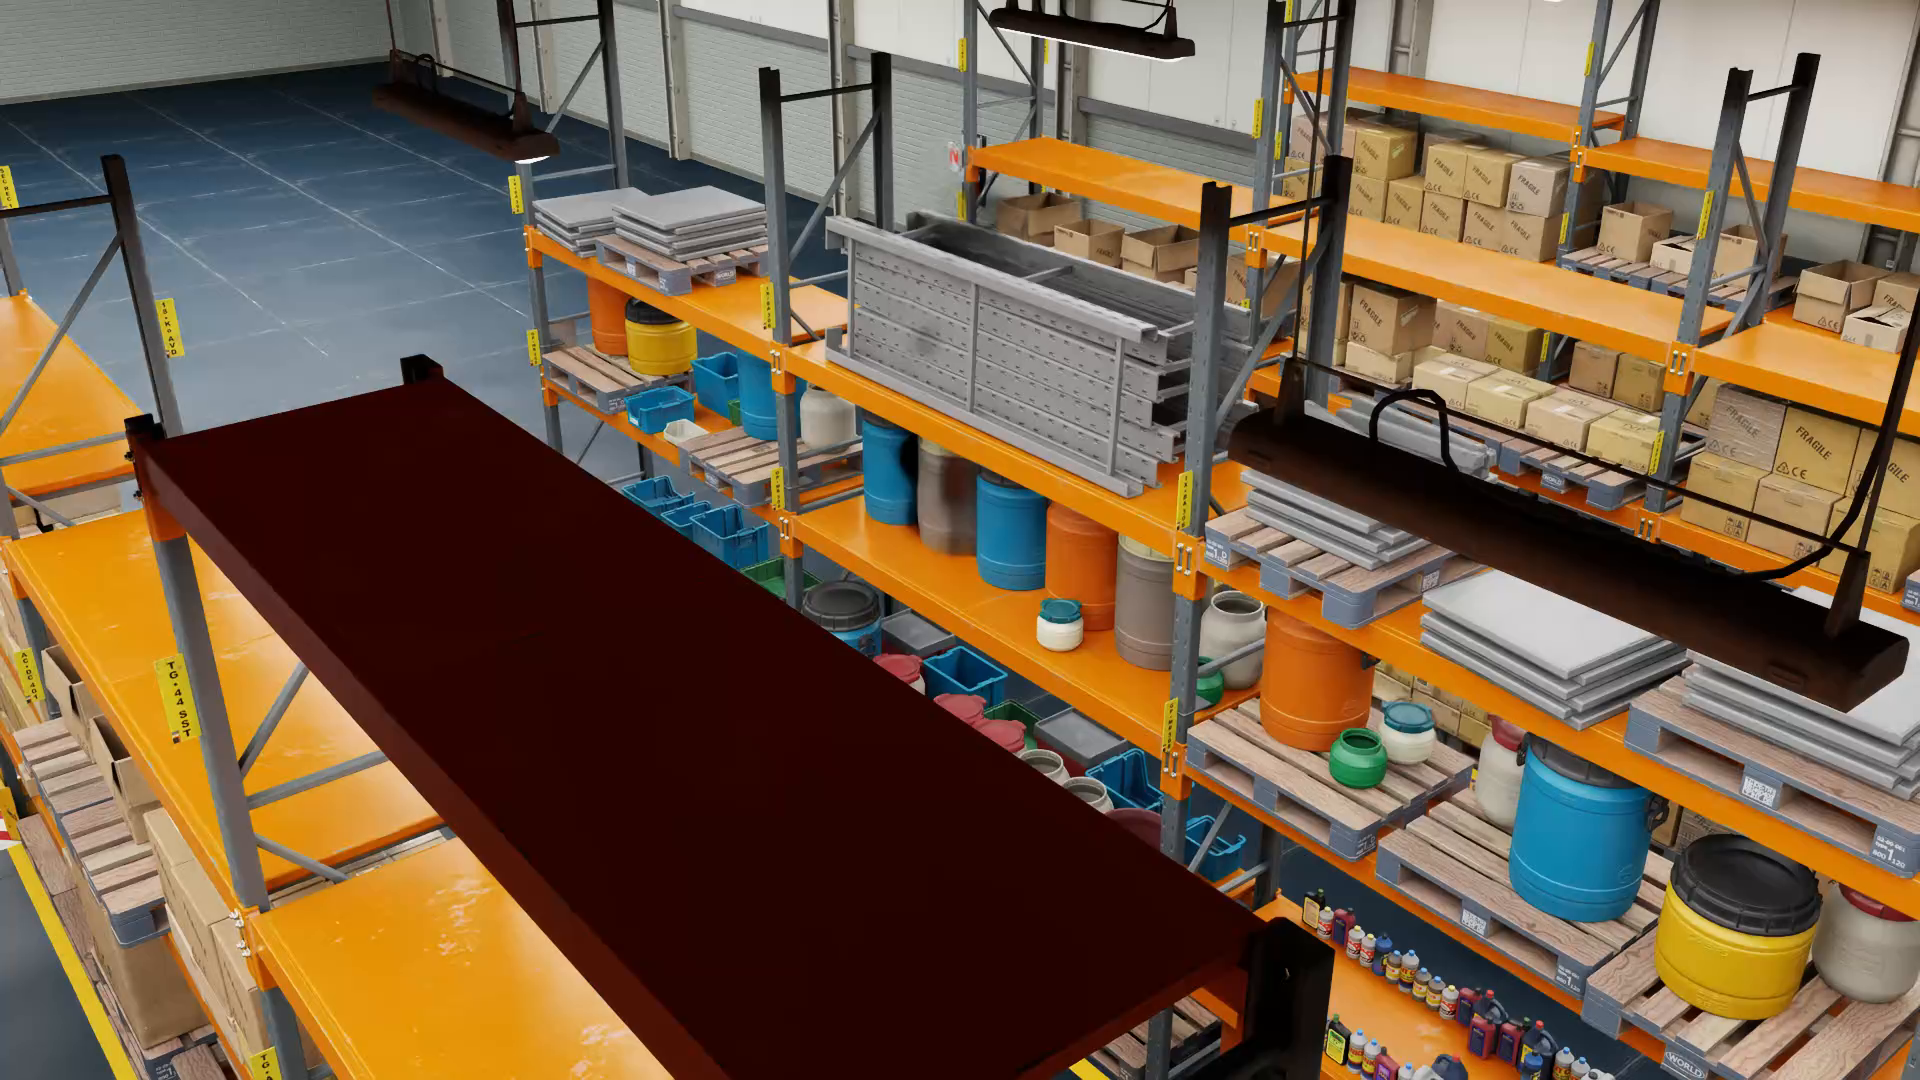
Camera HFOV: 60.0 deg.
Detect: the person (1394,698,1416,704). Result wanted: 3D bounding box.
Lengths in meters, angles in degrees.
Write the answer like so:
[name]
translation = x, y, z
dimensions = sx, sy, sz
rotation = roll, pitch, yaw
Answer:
[person]
translation = 3.247, 1.862, 12.064
dimensions = 0.881, 1.576, 0.564
rotation = 20, 32, 35
